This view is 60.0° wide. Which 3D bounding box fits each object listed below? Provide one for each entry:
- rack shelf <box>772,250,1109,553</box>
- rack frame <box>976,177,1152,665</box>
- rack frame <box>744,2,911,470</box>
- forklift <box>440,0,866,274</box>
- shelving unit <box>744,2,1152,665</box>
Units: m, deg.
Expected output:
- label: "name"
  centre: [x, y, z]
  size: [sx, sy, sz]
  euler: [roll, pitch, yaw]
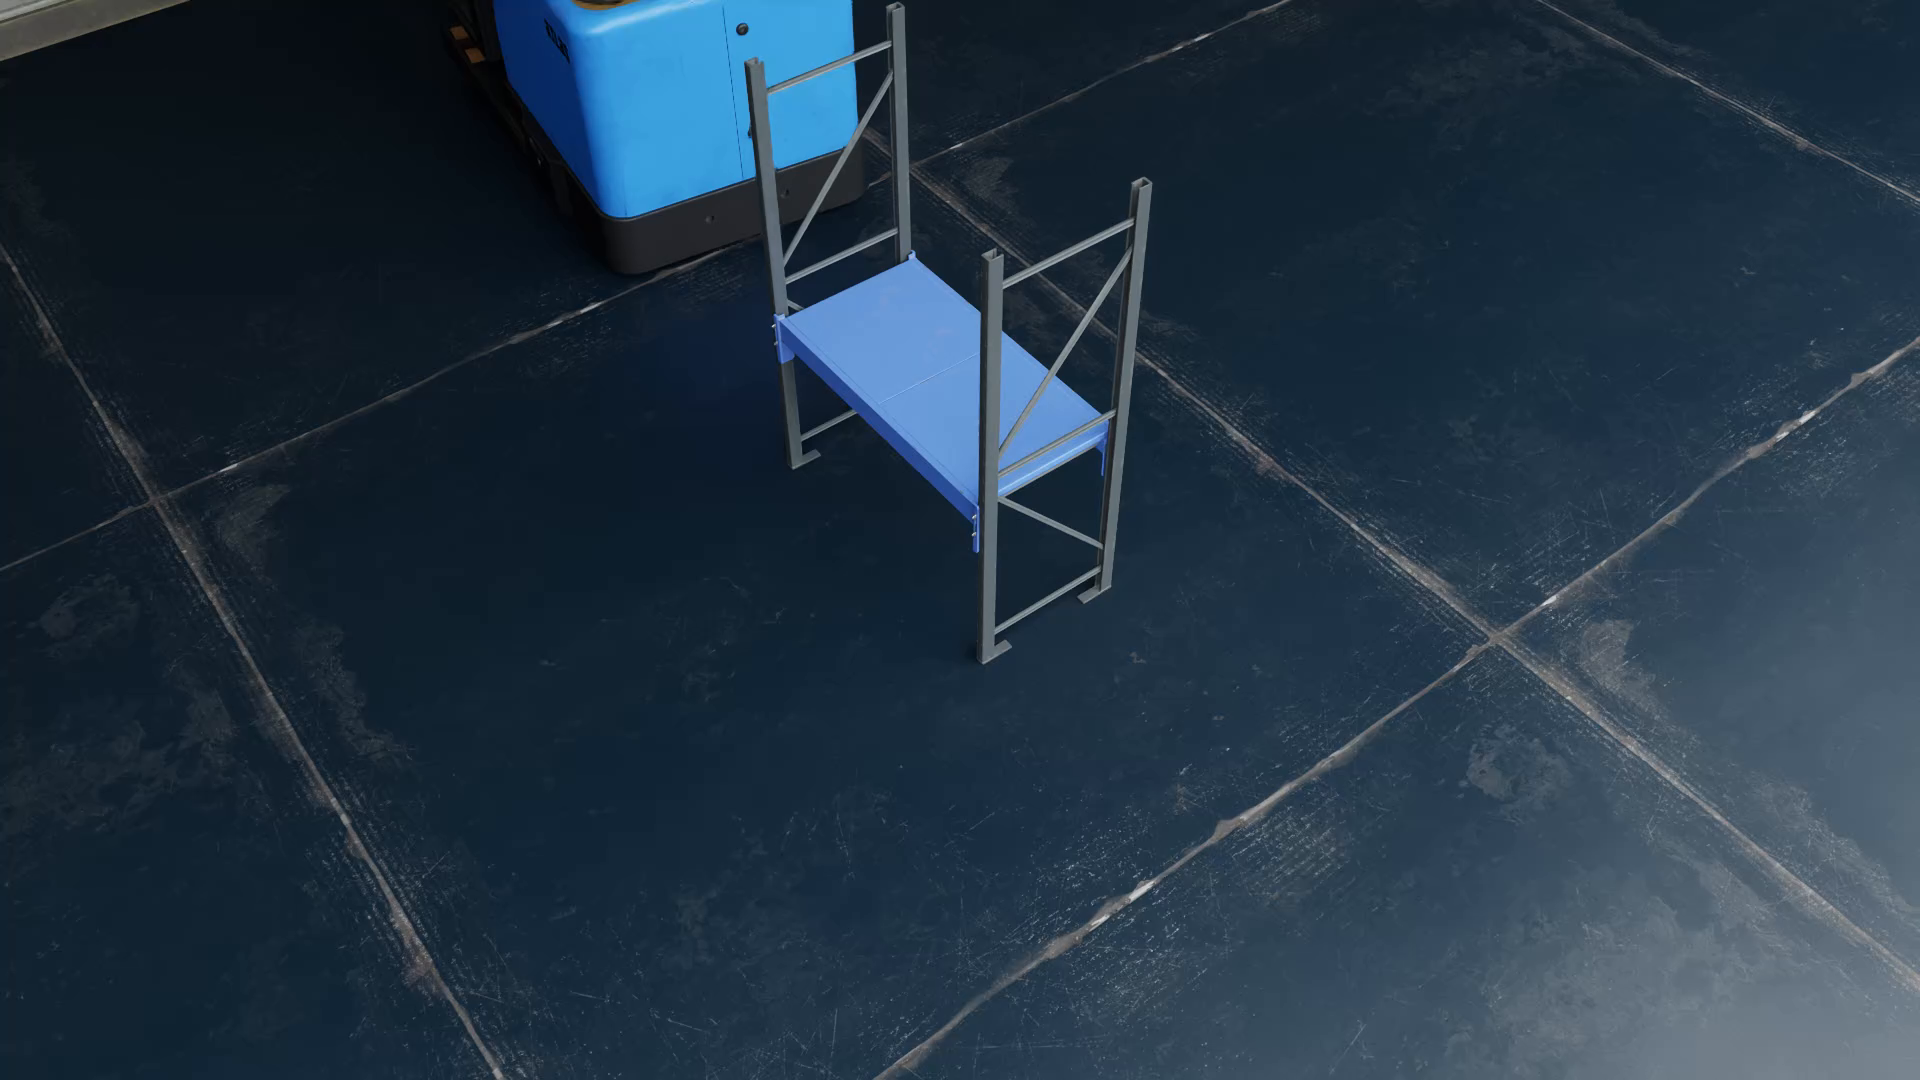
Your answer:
- label: "rack shelf"
  centre: [-0.052, -0.433, 4.873]
  size: [0.538, 0.185, 1.000]
  euler: [-29, 54, -24]
- label: "rack frame"
  centre: [0.256, -0.254, 4.468]
  size: [0.500, 1.500, 0.032]
  euler: [-29, 54, -24]
- label: "rack frame"
  centre: [-0.359, -0.854, 5.012]
  size: [0.500, 1.500, 0.032]
  euler: [-29, 54, -24]
- label: "forklift"
  centre: [-1.534, -3.034, 6.023]
  size: [1.130, 2.935, 3.031]
  euler: [-23, 52, -20]
- label: "shelving unit"
  centre: [-0.052, -0.554, 4.740]
  size: [0.538, 1.500, 1.048]
  euler: [-29, 54, -24]
